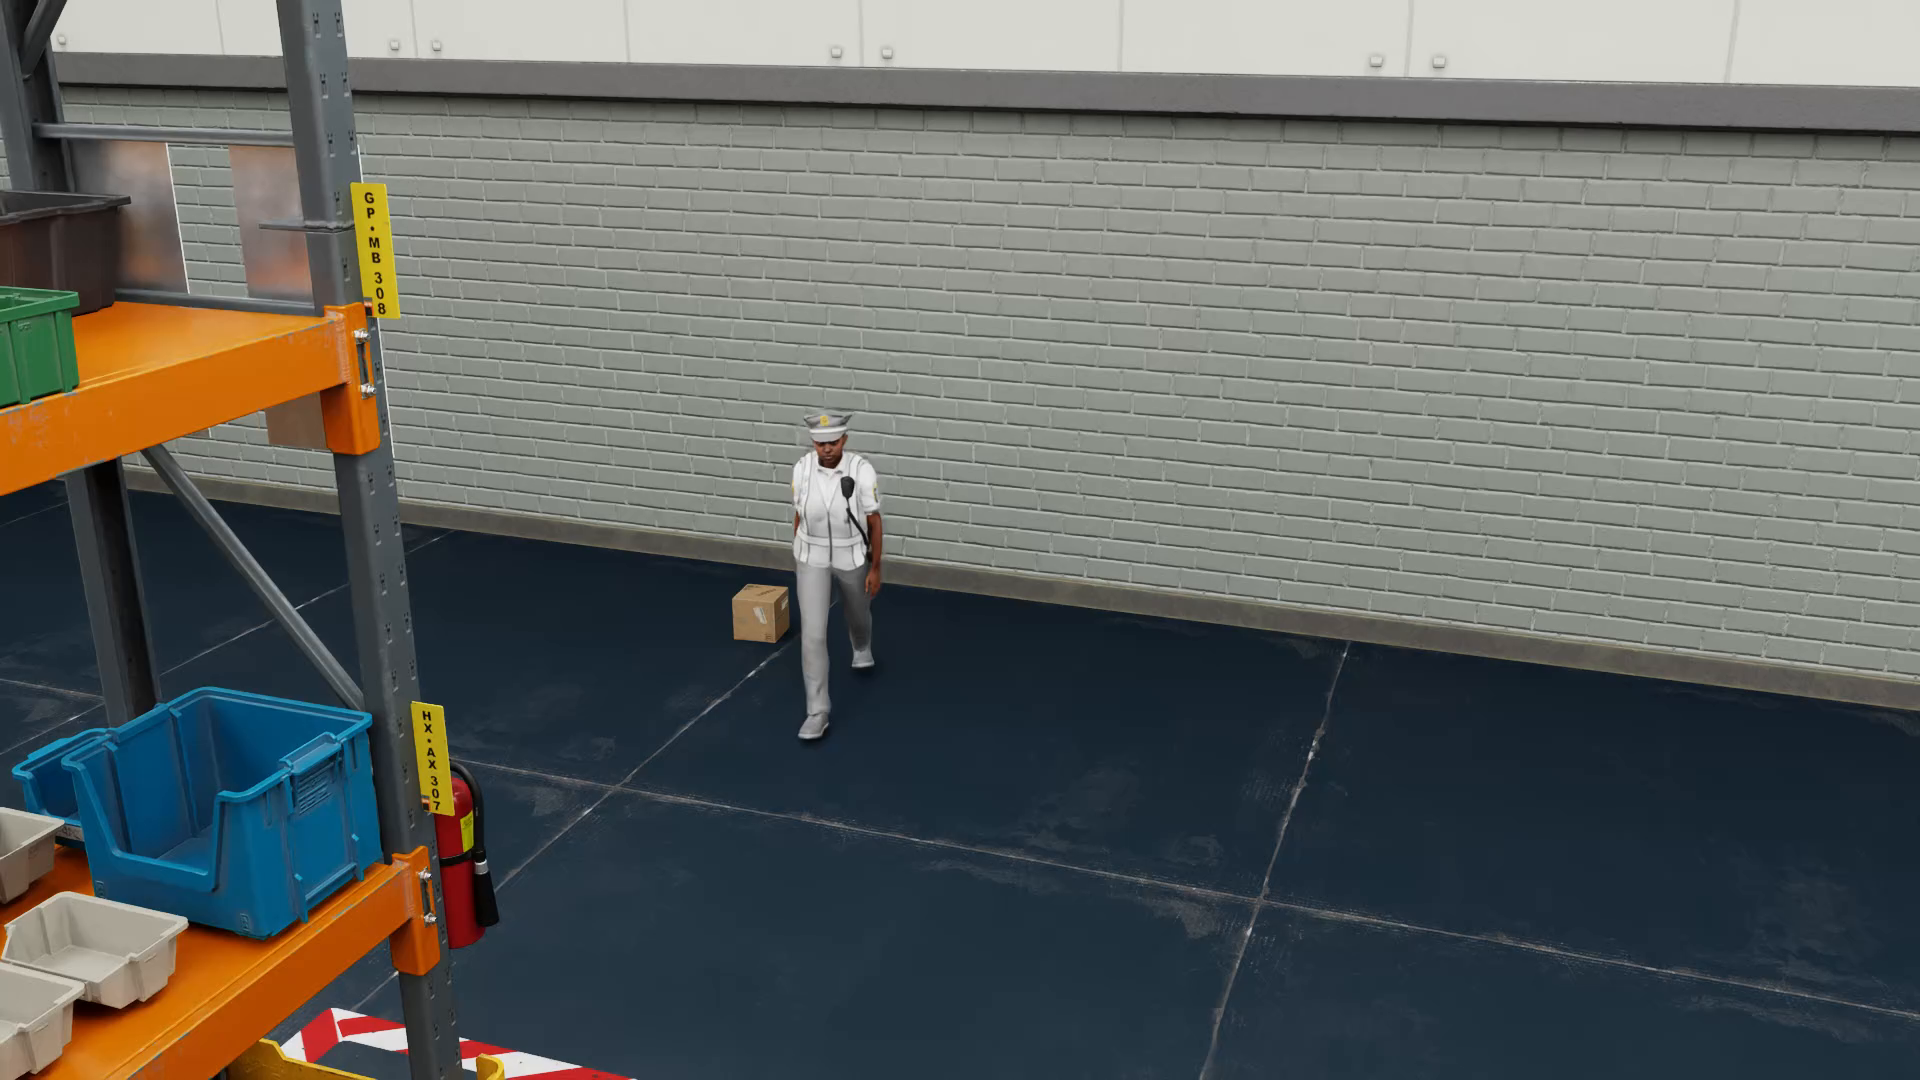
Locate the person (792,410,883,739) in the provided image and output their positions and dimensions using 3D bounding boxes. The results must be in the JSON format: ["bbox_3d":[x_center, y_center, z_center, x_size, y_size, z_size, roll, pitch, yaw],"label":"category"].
[{"bbox_3d":[-0.608,0.085,8.348,0.449,1.607,1.069,0,19,0],"label":"person"}]
